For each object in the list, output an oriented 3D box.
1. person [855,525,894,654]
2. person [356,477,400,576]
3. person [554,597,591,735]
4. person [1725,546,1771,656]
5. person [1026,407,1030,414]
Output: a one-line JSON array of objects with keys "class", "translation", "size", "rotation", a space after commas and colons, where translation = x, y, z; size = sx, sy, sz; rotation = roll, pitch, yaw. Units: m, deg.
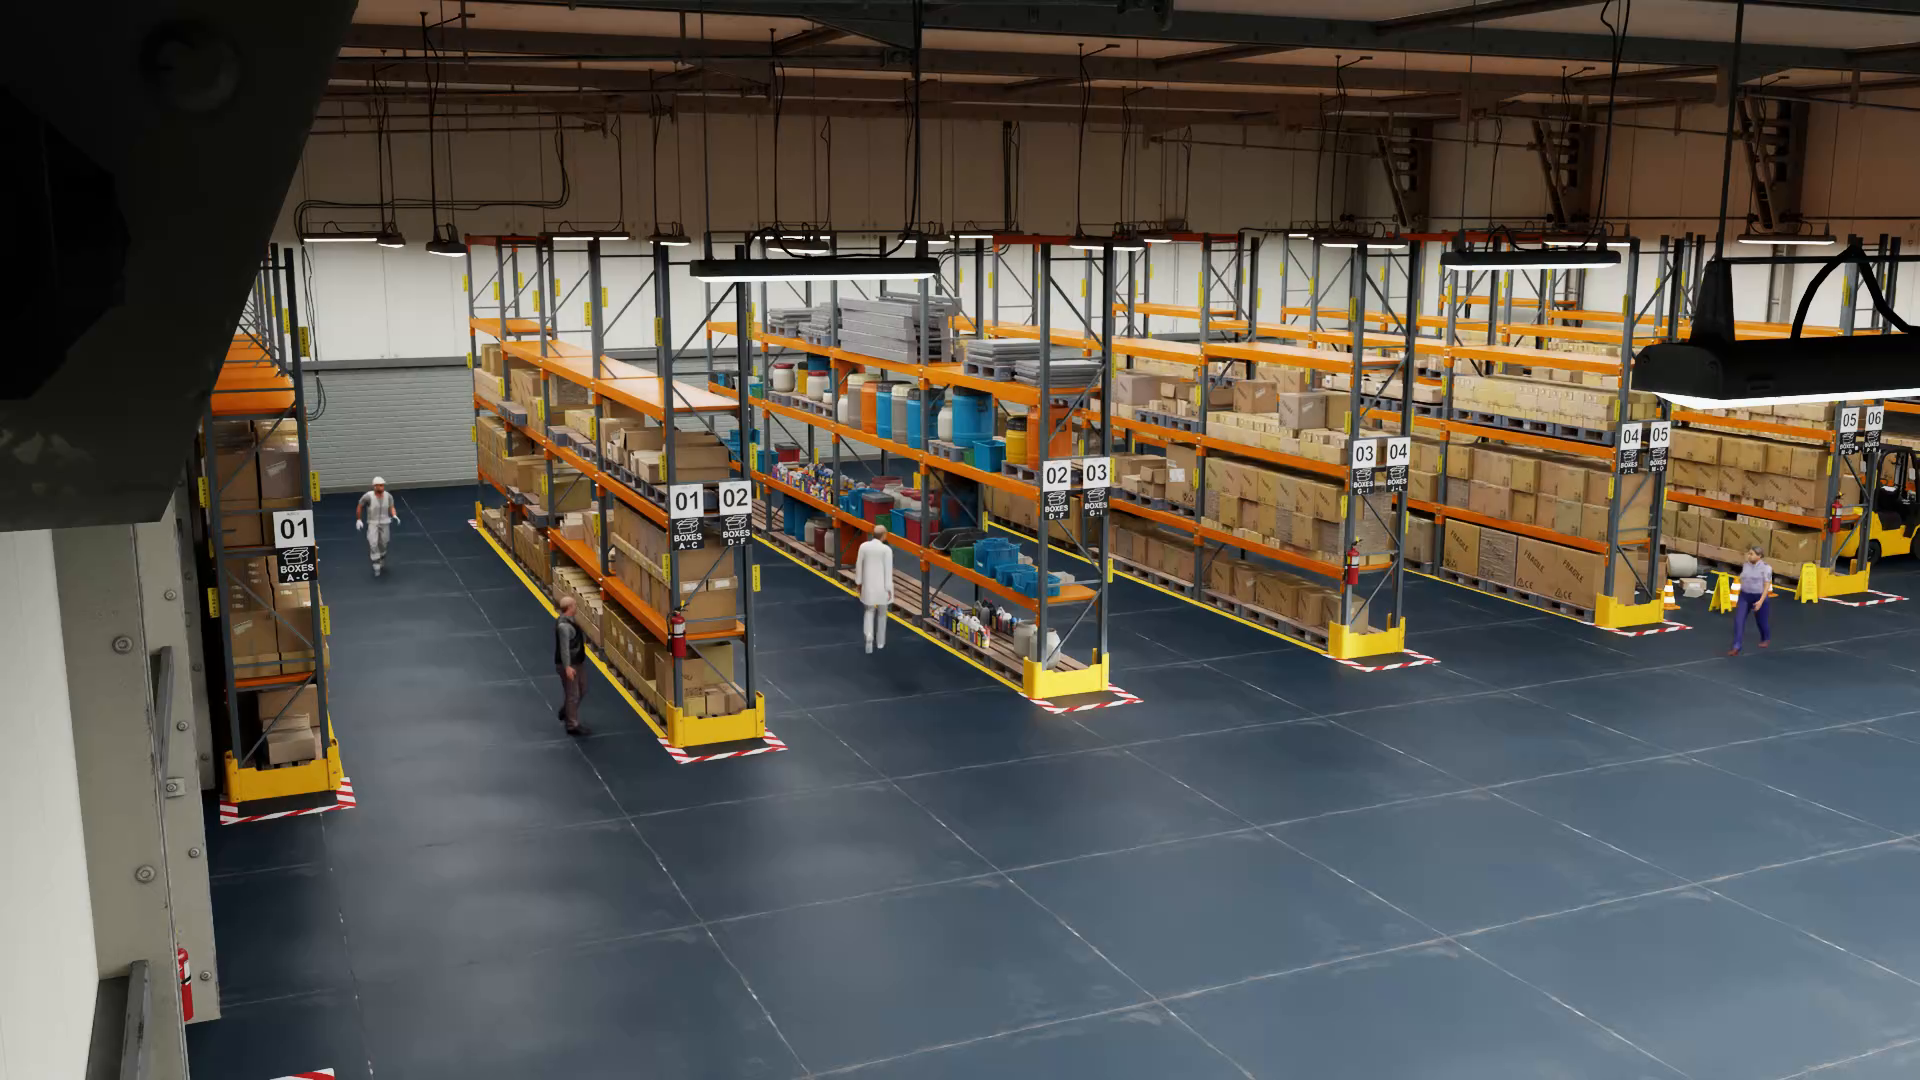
[{"class": "person", "translation": [-1.209, 0.690, 23.451], "size": [0.564, 1.810, 0.717], "rotation": [2, 11, 8]}, {"class": "person", "translation": [-10.515, -0.253, 30.045], "size": [0.736, 1.807, 0.877], "rotation": [-4, 12, -21]}, {"class": "person", "translation": [-4.842, 1.551, 20.666], "size": [0.487, 1.739, 0.599], "rotation": [0, 11, 1]}, {"class": "person", "translation": [11.620, 0.878, 24.340], "size": [0.442, 1.608, 0.985], "rotation": [9, 14, 40]}, {"class": "person", "translation": [1.823, -2.564, 42.010], "size": [0.486, 1.627, 0.996], "rotation": [-5, 12, -25]}]
